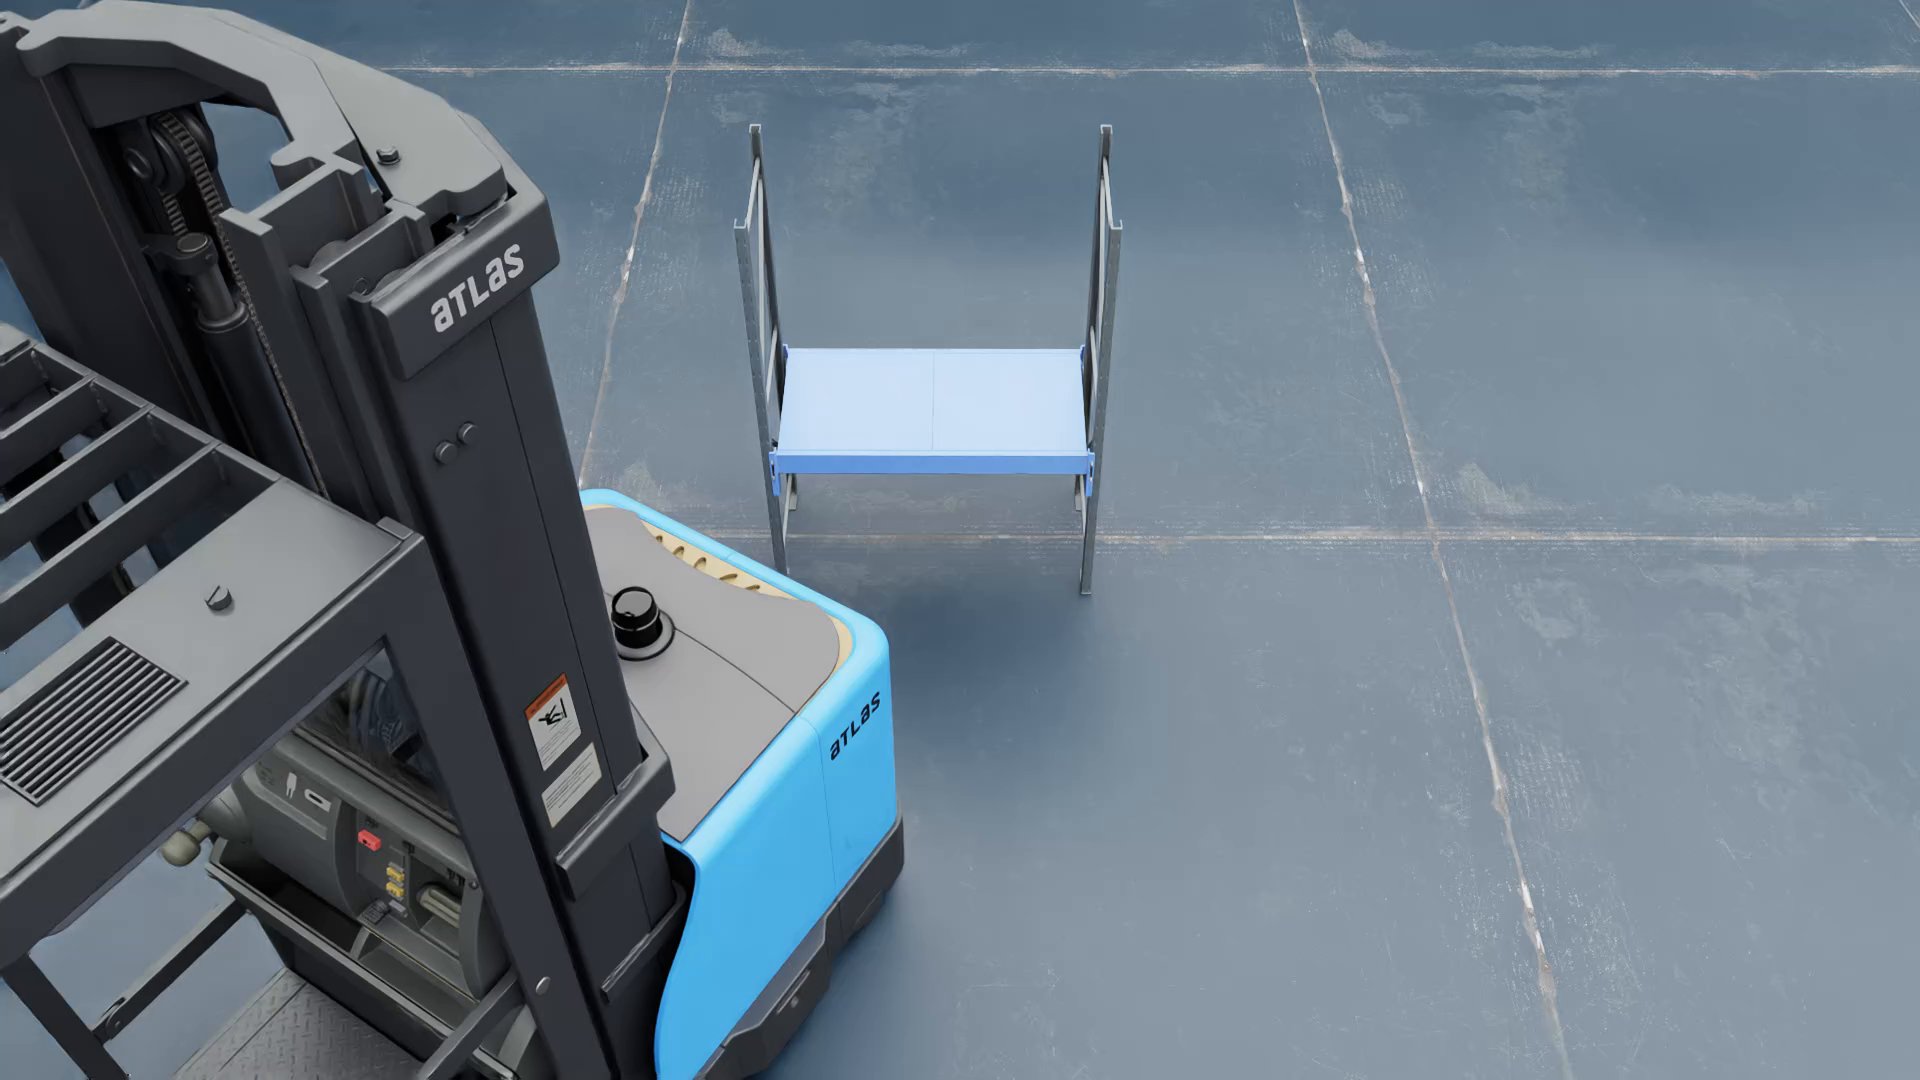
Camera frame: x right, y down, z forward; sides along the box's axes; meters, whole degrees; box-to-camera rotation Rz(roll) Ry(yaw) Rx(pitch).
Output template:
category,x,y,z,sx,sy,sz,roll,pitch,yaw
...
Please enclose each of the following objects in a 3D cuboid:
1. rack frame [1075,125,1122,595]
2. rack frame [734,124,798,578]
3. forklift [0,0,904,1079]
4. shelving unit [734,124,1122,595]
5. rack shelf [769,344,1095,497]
category,x,y,z,sx,sy,sz,roll,pitch,yaw
rack frame,0.423,-0.510,5.200,0.032,1.500,0.500,0,47,0
rack frame,-0.594,-0.513,5.203,0.032,1.500,0.500,0,47,0
forklift,-1.380,0.670,3.124,1.130,2.935,3.031,25,52,22
shelving unit,-0.085,-0.511,5.201,1.048,1.500,0.538,0,47,0
rack shelf,-0.085,-0.389,5.333,1.000,0.185,0.538,0,47,0
